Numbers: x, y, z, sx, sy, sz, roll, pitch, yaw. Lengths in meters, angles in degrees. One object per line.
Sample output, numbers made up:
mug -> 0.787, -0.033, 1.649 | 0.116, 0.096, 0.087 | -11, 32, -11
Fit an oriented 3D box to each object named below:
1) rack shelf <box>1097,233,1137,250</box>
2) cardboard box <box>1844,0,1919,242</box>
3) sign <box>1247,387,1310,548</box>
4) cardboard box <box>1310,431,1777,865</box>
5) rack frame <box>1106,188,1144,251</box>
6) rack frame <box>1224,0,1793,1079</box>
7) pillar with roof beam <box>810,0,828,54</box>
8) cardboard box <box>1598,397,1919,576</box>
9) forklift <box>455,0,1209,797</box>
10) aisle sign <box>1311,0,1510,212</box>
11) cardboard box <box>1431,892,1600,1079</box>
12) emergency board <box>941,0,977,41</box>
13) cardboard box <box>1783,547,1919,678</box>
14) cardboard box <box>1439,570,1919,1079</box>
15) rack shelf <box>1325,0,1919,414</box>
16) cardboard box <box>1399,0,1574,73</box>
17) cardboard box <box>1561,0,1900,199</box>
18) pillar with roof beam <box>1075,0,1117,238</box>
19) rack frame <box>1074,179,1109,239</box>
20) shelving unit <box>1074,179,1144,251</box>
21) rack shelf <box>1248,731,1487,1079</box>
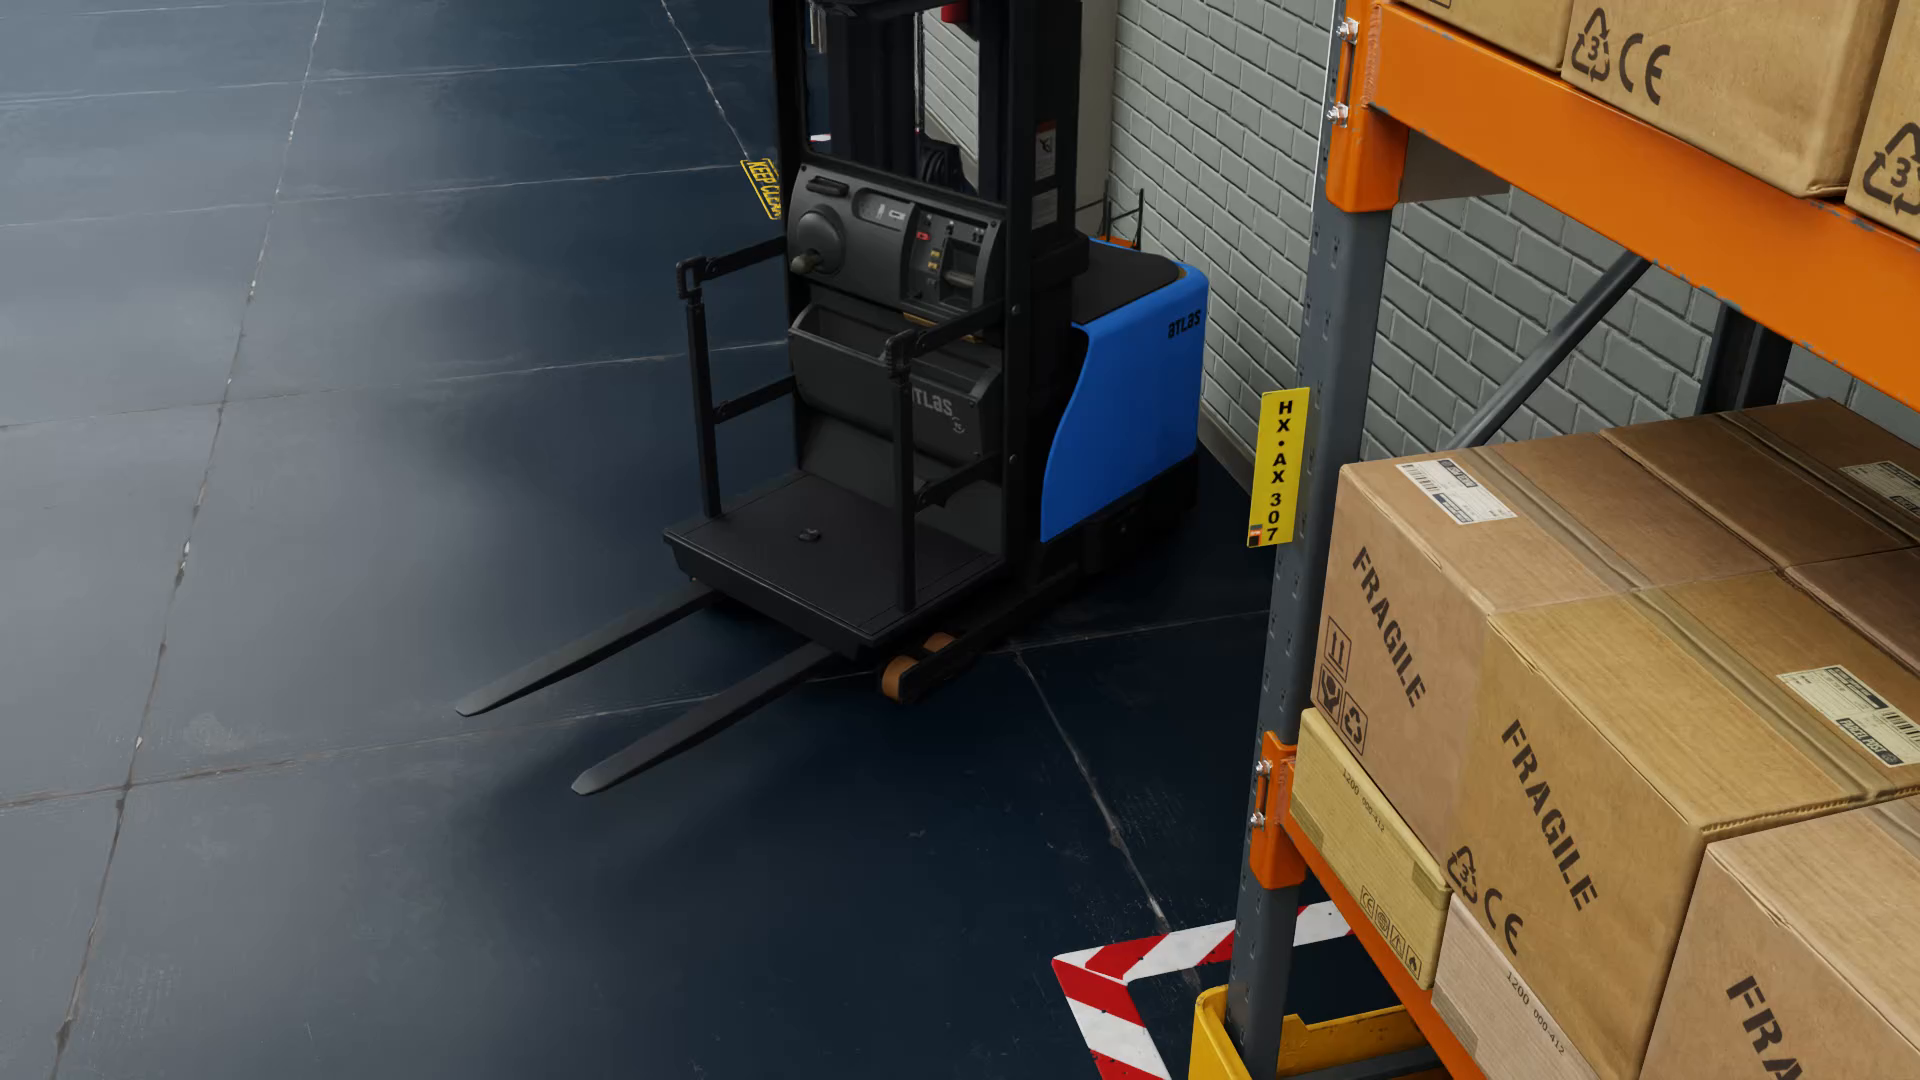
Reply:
rack shelf -> 0.608, -1.190, 6.976 | 0.180, 0.103, 0.258 | 24, 37, 35
cardboard box -> 1.220, -0.472, 1.457 | 0.500, 0.500, 0.500 | -6, 31, -11
sign -> 0.600, -0.133, 3.122 | 0.100, 0.325, 0.005 | -8, 31, -13
cardboard box -> 0.960, 0.171, 2.841 | 0.500, 0.500, 0.500 | -8, 31, -13
rack frame -> 0.675, -0.885, 7.080 | 0.006, 1.200, 0.240 | 24, 37, 35
rack frame -> 1.123, 0.169, 3.463 | 1.000, 3.000, 0.127 | -8, 31, -13
pillar with roof beam -> -5.193, -7.428, 10.599 | 9.100, 9.000, 0.400 | -8, 31, -13
cardboard box -> 1.453, 0.100, 2.964 | 0.500, 0.500, 0.500 | -8, 31, -14
forklift -> -0.377, -0.987, 5.529 | 1.130, 2.935, 3.031 | 24, 38, 35
aisle sign -> 0.815, -0.951, 2.803 | 0.394, 0.787, 0.004 | -8, 31, -13
cardboard box -> 1.098, 0.752, 2.586 | 0.500, 0.250, 0.500 | -9, 31, -15
emergency board -> -0.069, -3.704, 10.155 | 0.194, 1.169, 0.643 | -8, 31, -13
cardboard box -> 1.577, 0.345, 2.541 | 0.500, 0.500, 0.500 | -7, 31, -13
cardboard box -> 1.081, 0.411, 2.426 | 0.500, 0.500, 0.500 | -8, 31, -13
rack shelf -> 1.654, 0.148, 1.223 | 1.077, 0.370, 4.000 | -8, 31, -13
cardboard box -> 0.971, -0.986, 2.345 | 0.500, 0.500, 0.500 | -7, 31, -12
cardboard box -> 1.079, -0.722, 1.889 | 0.500, 0.500, 0.500 | -6, 31, -10
pillar with roof beam -> -3.600, -4.530, 5.593 | 9.100, 9.000, 0.400 | -8, 31, -13
rack frame -> 0.538, -0.946, 7.185 | 0.006, 1.200, 0.240 | 24, 37, 35
shelving unit -> 0.607, -0.916, 7.133 | 0.189, 1.200, 0.258 | 24, 37, 35
rack shelf -> 1.654, 1.446, 1.975 | 1.077, 0.370, 4.000 | -8, 31, -13
